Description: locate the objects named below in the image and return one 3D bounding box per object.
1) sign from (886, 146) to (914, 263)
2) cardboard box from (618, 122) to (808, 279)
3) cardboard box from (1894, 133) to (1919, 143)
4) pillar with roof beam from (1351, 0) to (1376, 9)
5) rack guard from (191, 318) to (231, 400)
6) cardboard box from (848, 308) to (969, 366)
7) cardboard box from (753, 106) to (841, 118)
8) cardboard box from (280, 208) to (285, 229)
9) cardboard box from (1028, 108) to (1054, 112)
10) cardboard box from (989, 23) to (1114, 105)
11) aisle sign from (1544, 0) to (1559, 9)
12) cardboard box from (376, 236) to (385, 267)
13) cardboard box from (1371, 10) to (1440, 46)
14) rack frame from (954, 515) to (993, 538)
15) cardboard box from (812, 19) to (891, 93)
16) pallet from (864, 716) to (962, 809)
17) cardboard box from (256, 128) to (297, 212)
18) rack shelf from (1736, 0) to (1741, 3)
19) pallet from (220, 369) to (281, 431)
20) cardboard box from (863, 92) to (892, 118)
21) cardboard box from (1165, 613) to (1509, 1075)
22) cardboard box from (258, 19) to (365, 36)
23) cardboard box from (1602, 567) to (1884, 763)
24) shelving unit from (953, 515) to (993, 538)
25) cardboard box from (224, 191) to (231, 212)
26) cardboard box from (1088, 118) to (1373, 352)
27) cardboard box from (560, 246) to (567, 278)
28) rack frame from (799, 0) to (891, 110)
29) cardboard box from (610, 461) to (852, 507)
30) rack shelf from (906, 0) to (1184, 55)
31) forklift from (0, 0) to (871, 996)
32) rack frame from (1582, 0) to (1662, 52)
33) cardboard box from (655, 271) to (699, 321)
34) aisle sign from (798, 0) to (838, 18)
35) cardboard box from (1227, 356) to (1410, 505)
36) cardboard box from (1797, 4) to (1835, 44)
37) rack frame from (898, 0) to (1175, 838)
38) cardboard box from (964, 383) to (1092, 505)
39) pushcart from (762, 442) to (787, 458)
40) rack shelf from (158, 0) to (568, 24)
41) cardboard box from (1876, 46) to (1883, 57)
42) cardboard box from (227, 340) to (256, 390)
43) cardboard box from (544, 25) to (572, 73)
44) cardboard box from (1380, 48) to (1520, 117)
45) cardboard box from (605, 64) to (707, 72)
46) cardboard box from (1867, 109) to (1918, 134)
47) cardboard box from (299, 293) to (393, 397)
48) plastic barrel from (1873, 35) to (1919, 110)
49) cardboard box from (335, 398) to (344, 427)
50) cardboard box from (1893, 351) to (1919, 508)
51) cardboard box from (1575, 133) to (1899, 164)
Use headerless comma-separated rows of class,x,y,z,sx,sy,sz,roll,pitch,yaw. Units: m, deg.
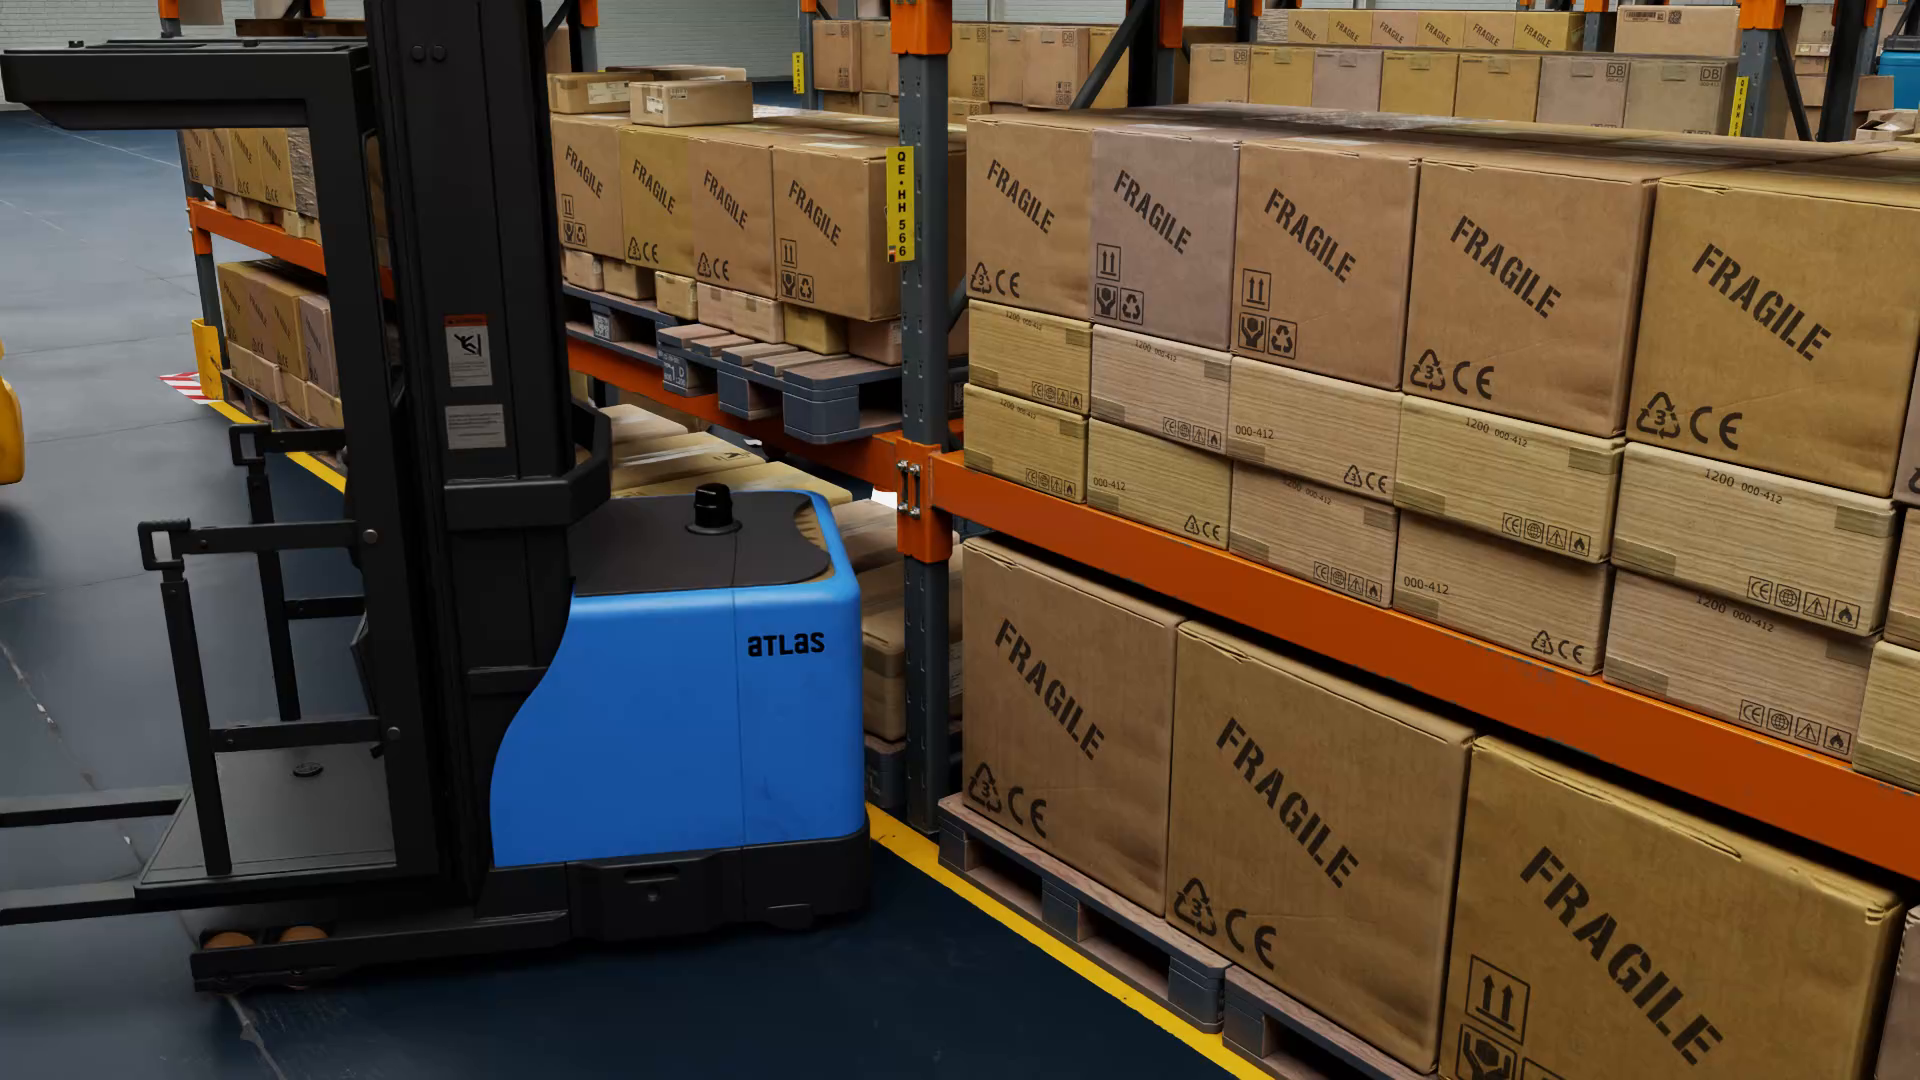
sign,-0.168,-0.967,4.795,0.100,0.325,0.005,-14,23,-36
cardboard box,-0.893,-1.258,6.091,0.500,0.500,0.500,-16,24,-40
cardboard box,4.733,-1.886,8.070,0.380,0.149,0.250,-15,24,-38
pillar with roof beam,4.989,-12.330,31.283,9.100,9.000,0.400,-14,23,-36
rack guard,-4.669,-1.329,11.582,1.175,0.500,0.348,-14,23,-36
cardboard box,-0.137,-0.678,5.371,0.380,0.149,0.250,-13,22,-34
cardboard box,-0.815,-1.489,6.786,0.500,0.500,0.500,-15,24,-38
cardboard box,-3.738,-1.898,9.721,0.380,0.149,0.250,-15,23,-38
cardboard box,0.988,-2.831,11.901,0.875,0.550,0.550,-14,23,-36
cardboard box,0.723,-3.494,12.186,0.875,0.550,0.550,-14,23,-36
aisle sign,7.123,-6.745,19.826,0.394,0.787,0.004,-14,23,-36
cardboard box,-2.831,-1.510,8.549,0.380,0.149,0.250,-13,23,-35
cardboard box,4.112,-4.574,15.181,0.500,0.500,0.500,-14,23,-36
rack frame,0.068,-0.400,8.139,0.240,0.900,0.006,-14,23,-36
cardboard box,-0.698,-4.010,13.746,0.875,0.550,0.550,-14,23,-36
pallet,-0.233,0.568,6.313,1.003,0.211,1.213,-14,23,-36
cardboard box,-3.676,-2.176,9.531,0.500,0.500,0.500,-15,23,-37
rack shelf,12.062,-6.991,21.076,1.077,0.370,4.000,-14,23,-36
pallet,-4.192,-0.985,11.001,1.003,0.211,1.213,-14,23,-36
cardboard box,-0.274,-3.383,13.569,0.875,0.550,0.550,-14,23,-36
cardboard box,1.166,0.653,4.331,0.875,0.875,0.875,-14,23,-35
cardboard box,-3.919,-2.988,10.393,0.700,0.500,0.500,-14,23,-36
cardboard box,1.645,0.178,3.290,0.500,0.250,0.500,-15,23,-38
shelving unit,0.005,-0.425,8.215,0.258,0.900,0.210,-14,23,-36
cardboard box,-4.398,-2.151,10.485,0.380,0.149,0.250,-15,23,-38
cardboard box,0.681,-0.796,4.244,0.500,0.500,0.500,-14,23,-36
cardboard box,-1.474,-1.180,6.886,0.380,0.149,0.250,-14,23,-36
rack frame,-0.898,-3.526,14.238,1.000,3.000,0.127,-14,23,-36
cardboard box,-1.022,-0.025,7.177,0.950,0.372,0.625,-13,22,-34
rack shelf,1.493,-1.153,3.445,1.077,0.370,4.000,-14,23,-36
forklift,-1.831,-0.317,4.659,3.031,2.935,1.130,-3,19,-10
rack frame,5.536,-3.483,14.110,1.000,3.000,0.127,-14,23,-36
cardboard box,-0.883,-0.912,6.077,0.380,0.149,0.250,-13,23,-35
aisle sign,-1.177,-4.719,13.705,0.394,0.787,0.004,-14,23,-36
cardboard box,0.992,-0.304,3.951,0.500,0.250,0.500,-14,23,-36
cardboard box,11.464,-6.806,21.920,0.700,0.500,0.500,-15,23,-38
rack frame,0.251,-0.563,5.292,1.000,3.000,0.127,-14,23,-36
cardboard box,0.358,-0.322,4.803,0.500,0.250,0.500,-14,23,-37
pushcart,-0.476,-0.761,10.062,0.936,0.377,1.648,11,21,30
rack shelf,-3.474,-3.124,9.398,1.077,0.370,4.000,-14,23,-36
cardboard box,11.849,-6.239,21.241,0.380,0.149,0.250,-14,23,-36
cardboard box,-4.432,-1.176,10.848,0.500,0.250,0.500,-14,23,-37
cardboard box,-2.335,-2.363,8.504,0.700,0.500,0.500,-14,23,-37
cardboard box,2.845,-2.565,9.588,0.700,0.500,0.500,-14,23,-37
cardboard box,-1.330,-2.008,7.322,0.380,0.149,0.250,-15,23,-38
cardboard box,7.159,-3.084,12.473,0.500,0.250,0.500,-15,23,-38
cardboard box,-3.445,-1.143,9.555,0.500,0.500,0.500,-13,22,-33
plastic barrel,9.421,-4.533,16.484,0.600,0.901,0.708,-14,23,-36
cardboard box,-3.148,-0.665,9.307,0.500,0.250,0.500,-15,23,-38
cardboard box,1.934,-0.287,2.707,0.500,0.500,0.500,-13,23,-35
cardboard box,1.714,-0.634,3.757,0.500,0.500,0.500,-14,23,-37
